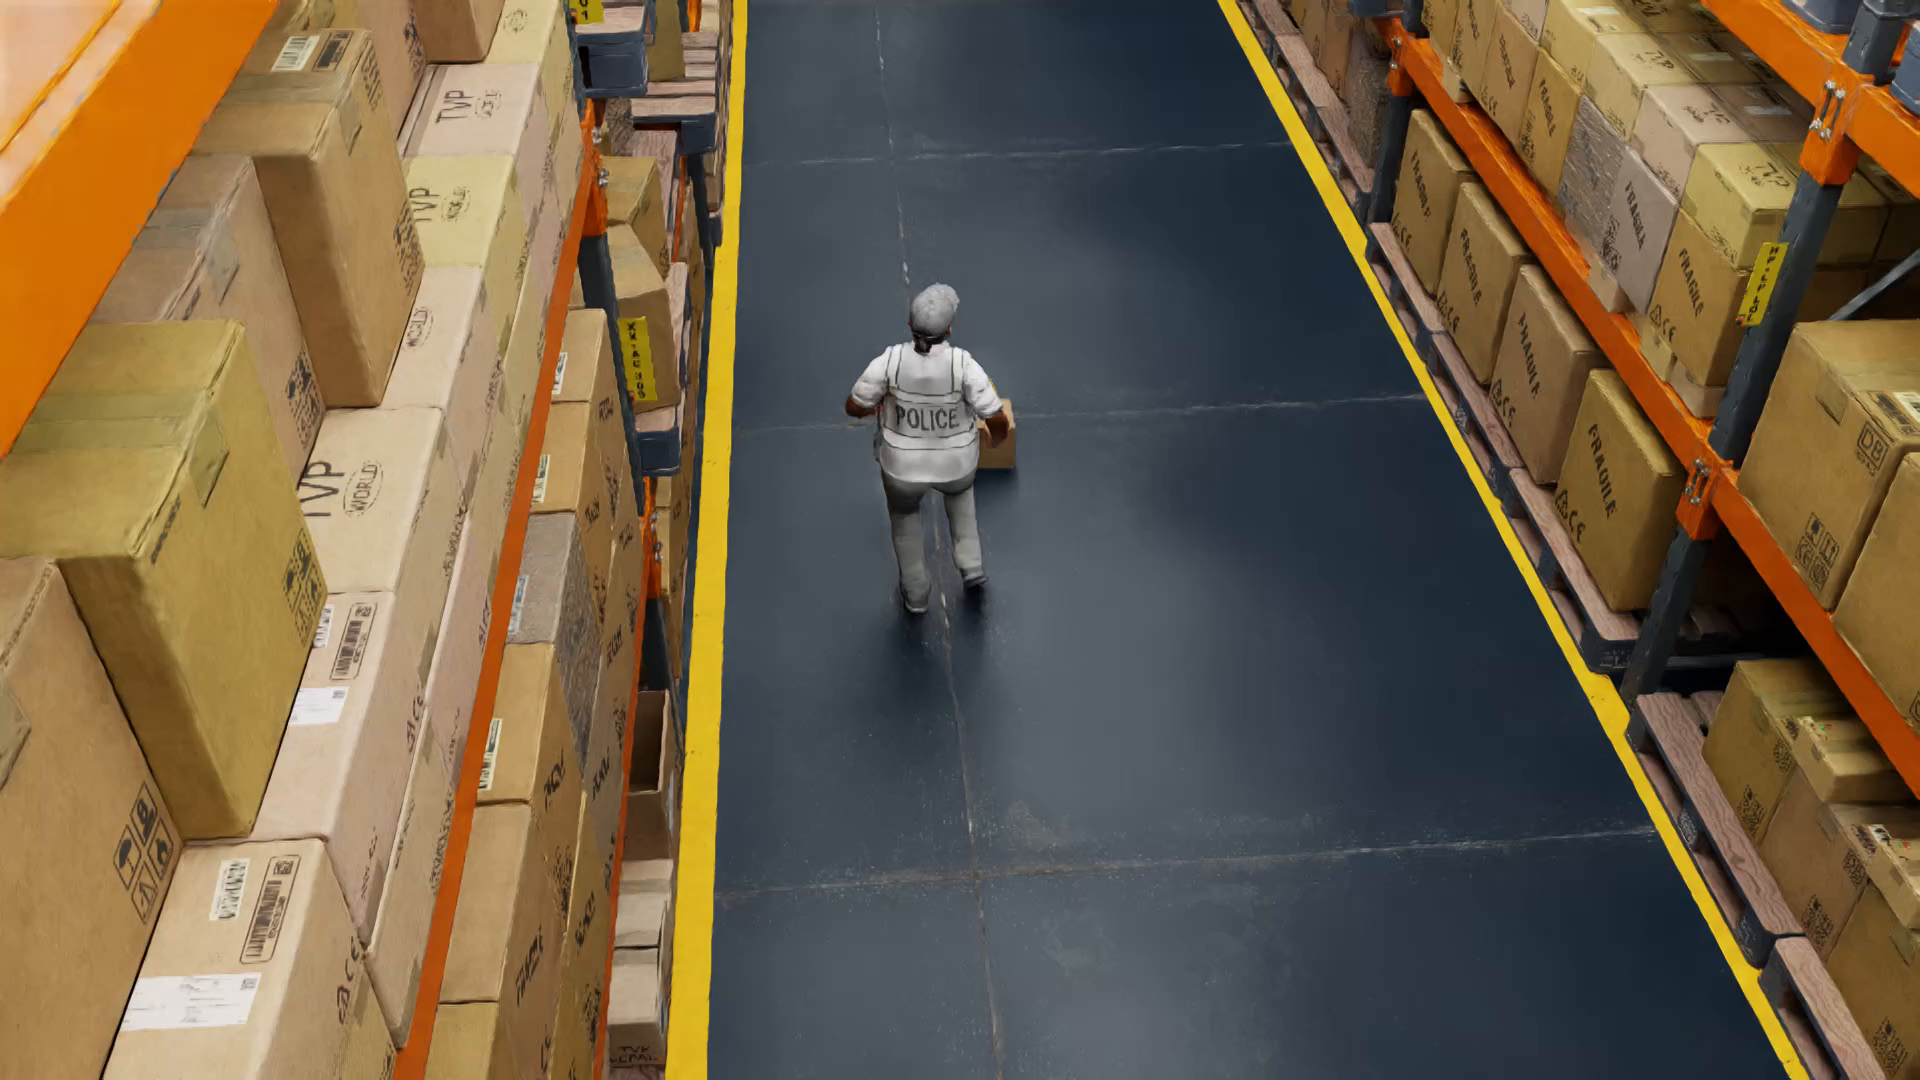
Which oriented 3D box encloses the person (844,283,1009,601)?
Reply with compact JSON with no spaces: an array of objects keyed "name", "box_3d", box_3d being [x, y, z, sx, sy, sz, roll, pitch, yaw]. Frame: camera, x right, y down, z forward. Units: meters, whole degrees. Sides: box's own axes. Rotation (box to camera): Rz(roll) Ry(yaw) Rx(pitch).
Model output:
[{"name":"person","box_3d":[-0.150,-0.417,7.056,0.665,1.553,0.524,-4,40,-5]}]
